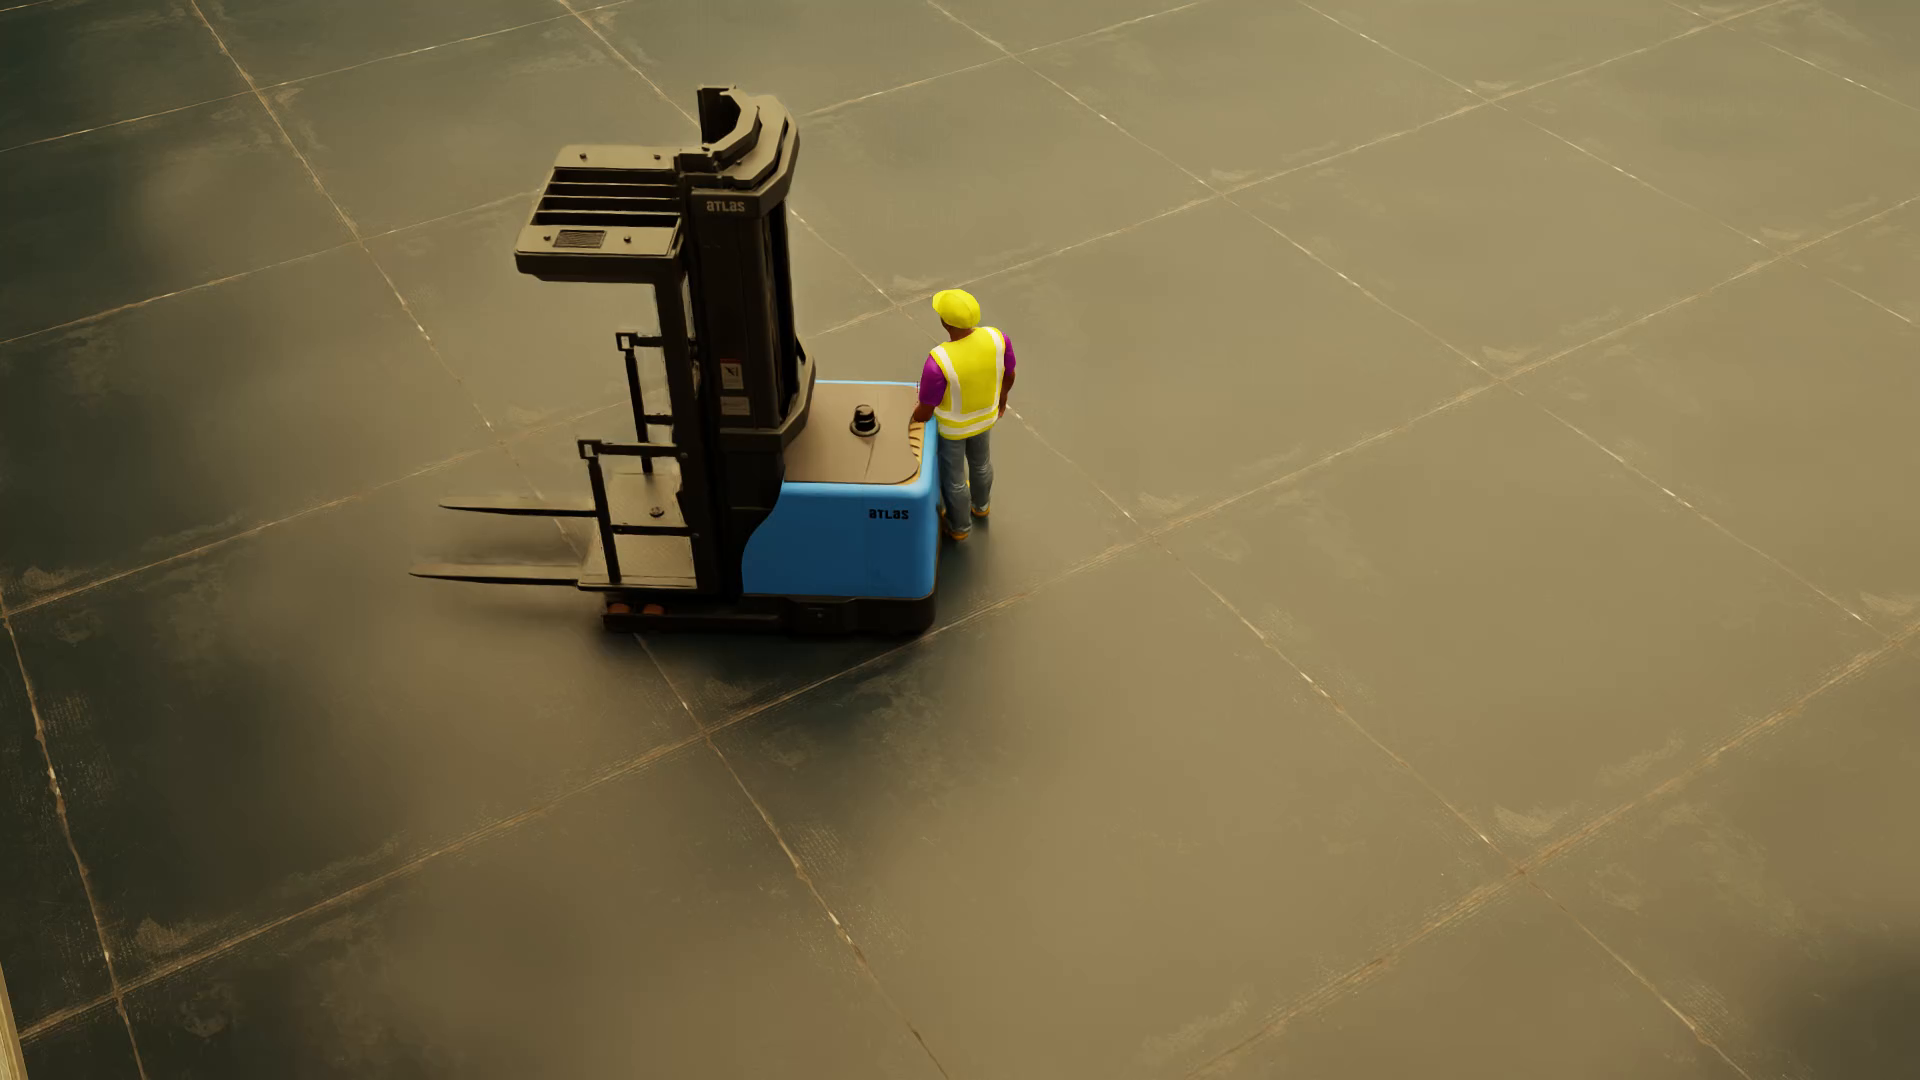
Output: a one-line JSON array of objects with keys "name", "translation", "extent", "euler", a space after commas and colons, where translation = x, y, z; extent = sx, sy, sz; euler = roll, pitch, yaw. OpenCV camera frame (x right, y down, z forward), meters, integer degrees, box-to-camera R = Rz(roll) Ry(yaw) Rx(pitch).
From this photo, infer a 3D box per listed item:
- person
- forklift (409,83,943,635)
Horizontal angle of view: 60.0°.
[{"name": "person", "translation": [-0.032, -0.741, 9.532], "extent": [0.665, 1.765, 0.577], "euler": [-23, 46, -24]}, {"name": "forklift", "translation": [-1.638, -0.921, 8.925], "extent": [3.031, 2.935, 1.130], "euler": [2, 41, 2]}]
